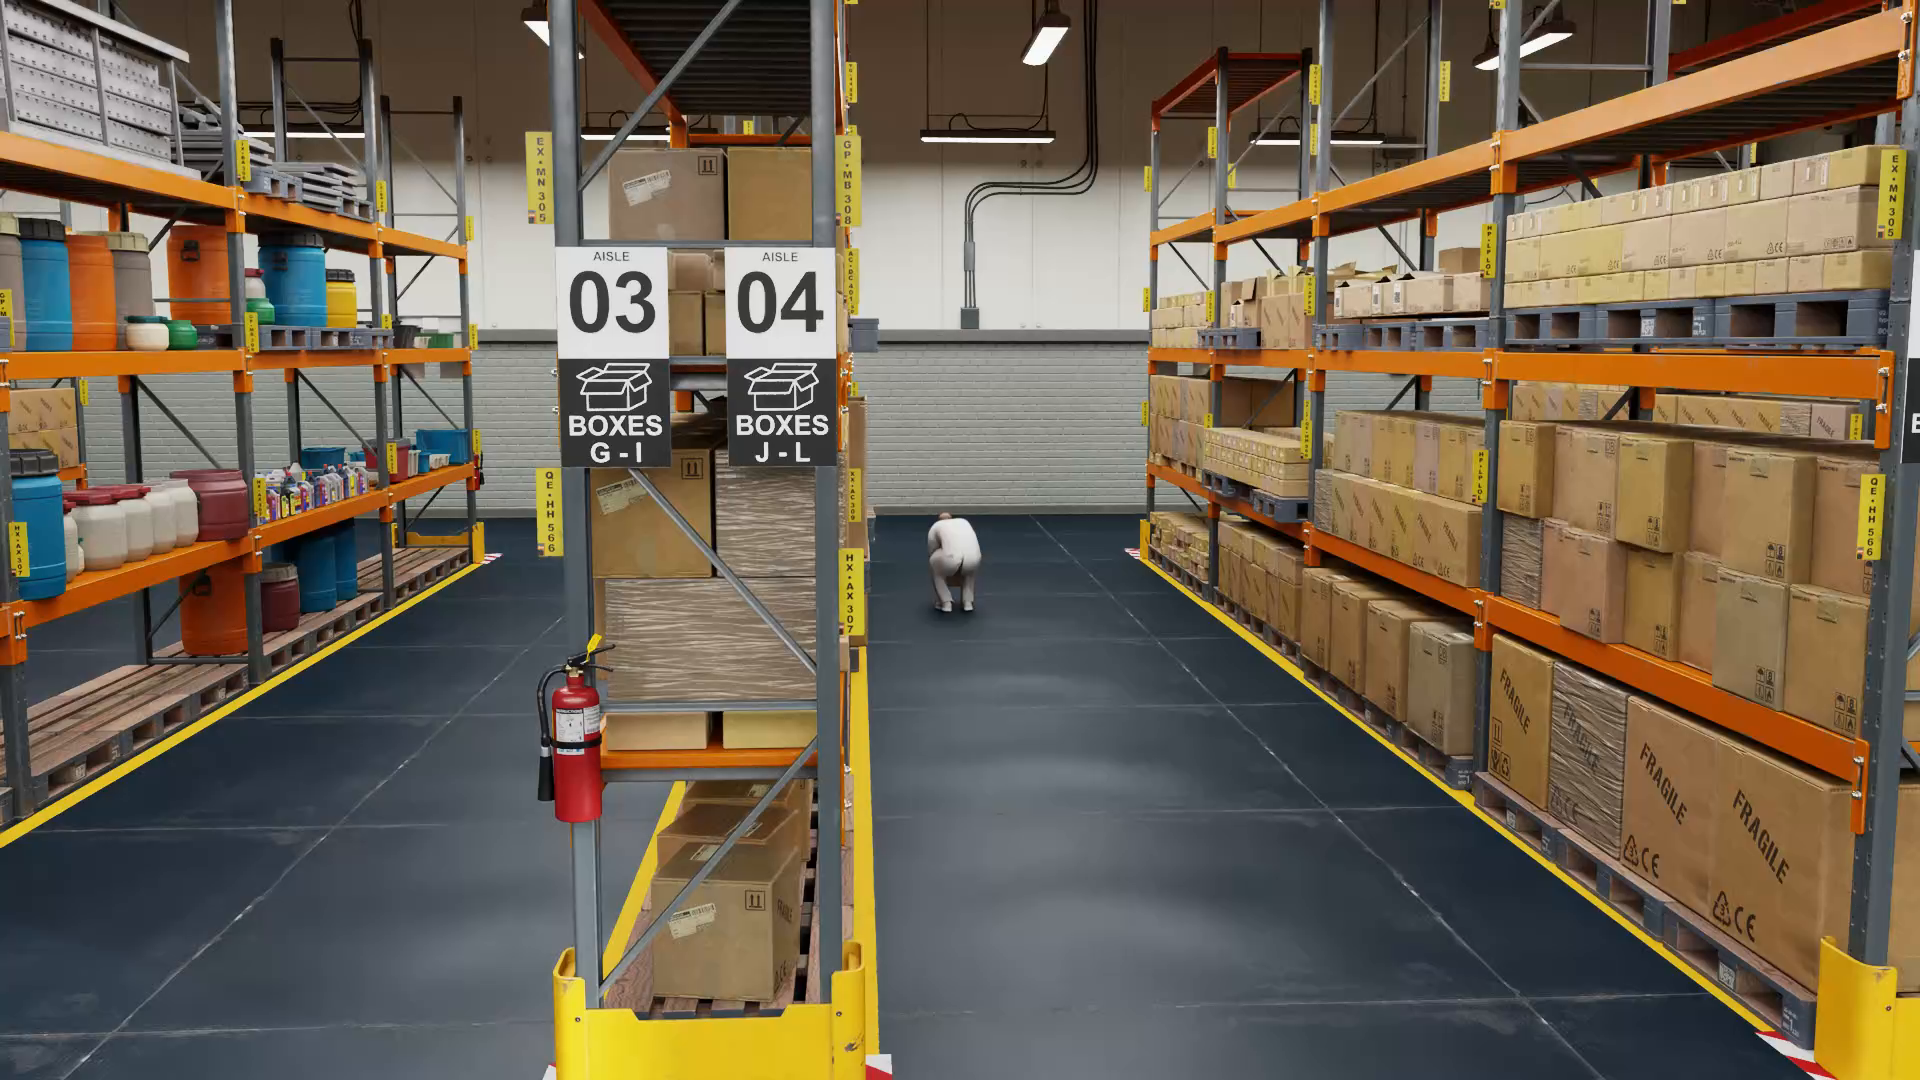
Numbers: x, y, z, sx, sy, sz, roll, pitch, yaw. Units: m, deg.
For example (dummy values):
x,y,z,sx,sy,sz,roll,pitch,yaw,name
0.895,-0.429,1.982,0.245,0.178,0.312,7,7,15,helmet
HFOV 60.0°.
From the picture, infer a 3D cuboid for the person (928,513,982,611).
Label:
x,y,z,sx,sy,sz,roll,pitch,yaw,name
-0.068,0.258,18.075,0.587,0.969,0.954,-1,7,-11,person
